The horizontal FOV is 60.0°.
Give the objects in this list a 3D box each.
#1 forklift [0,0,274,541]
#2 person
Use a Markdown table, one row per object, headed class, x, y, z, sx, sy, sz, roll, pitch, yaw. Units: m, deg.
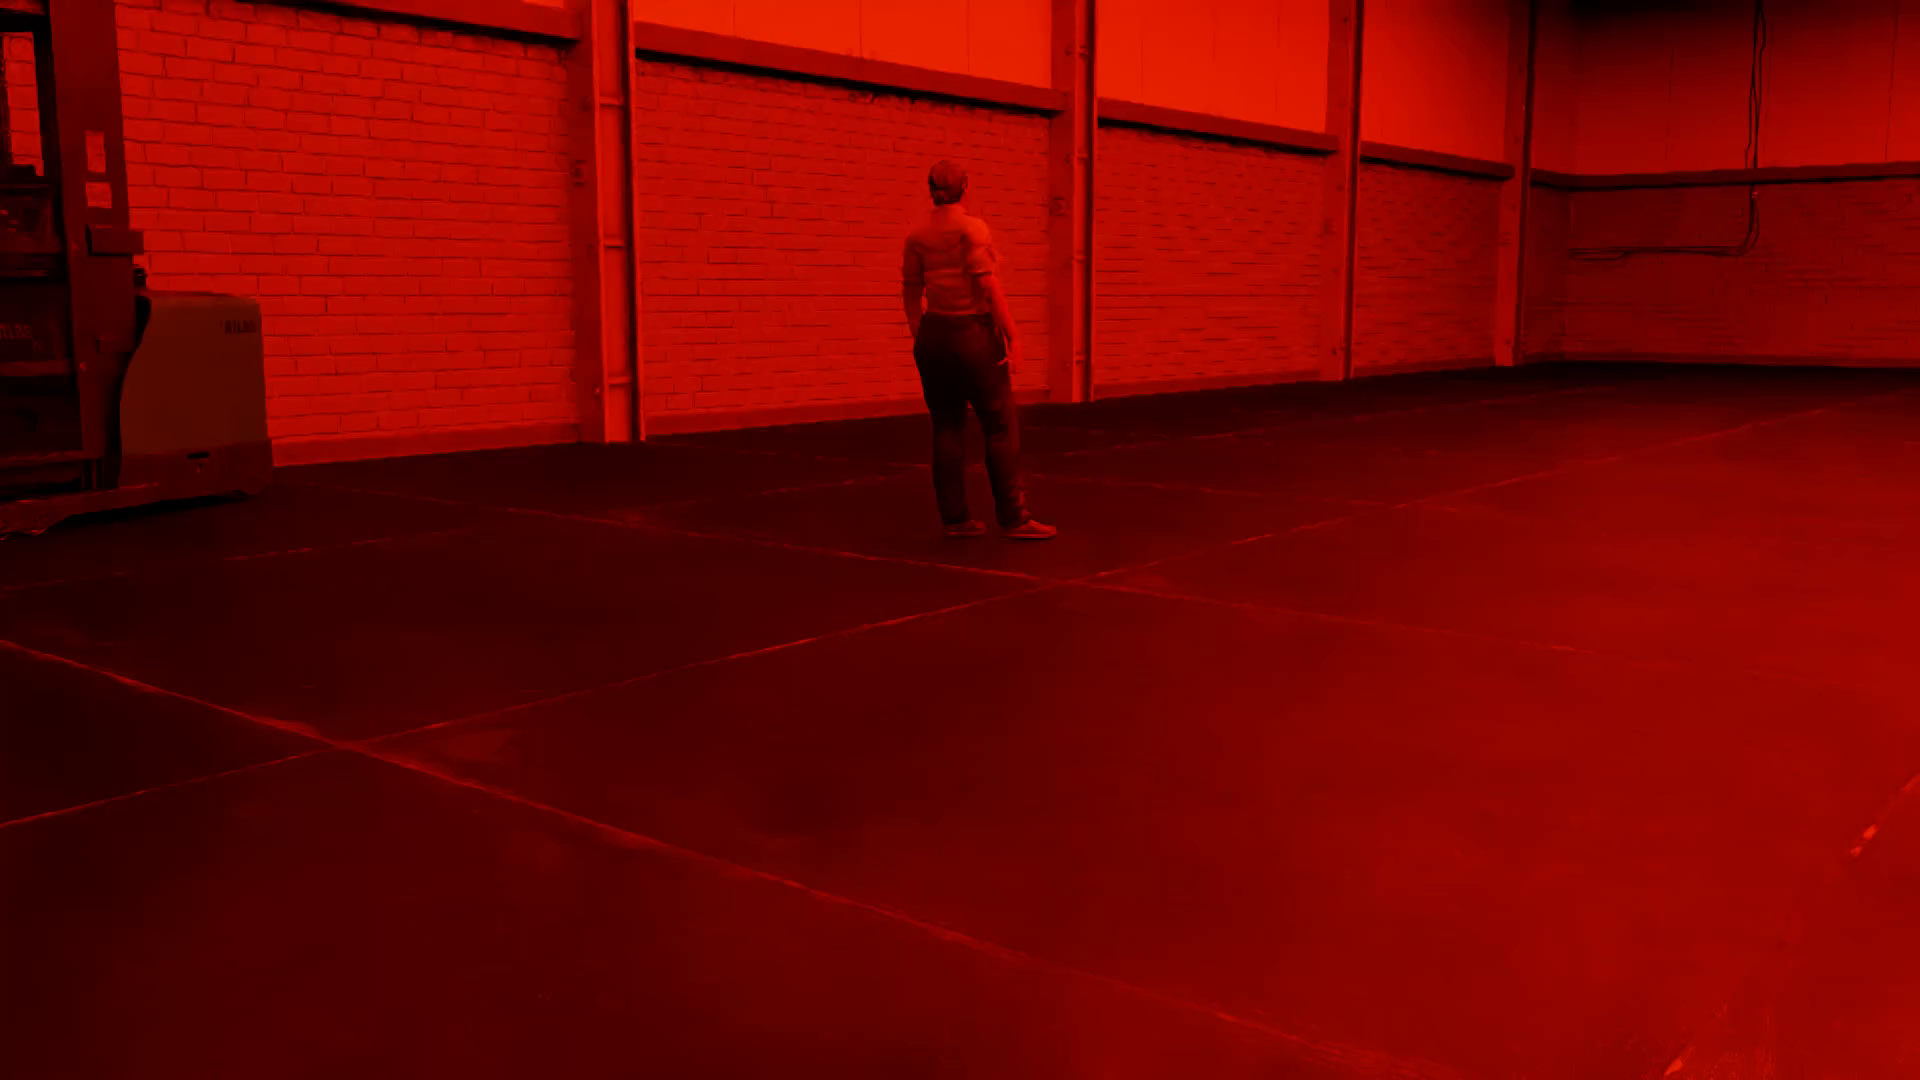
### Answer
| class | x | y | z | sx | sy | sz | roll | pitch | yaw |
| --- | --- | --- | --- | --- | --- | --- | --- | --- | --- |
| forklift | -4.664 | -1.507 | 7.579 | 1.130 | 2.935 | 3.031 | 3 | 9 | 19 |
| person | 0.074 | -0.830 | 7.340 | 0.599 | 1.650 | 0.502 | 7 | 11 | 38 |
